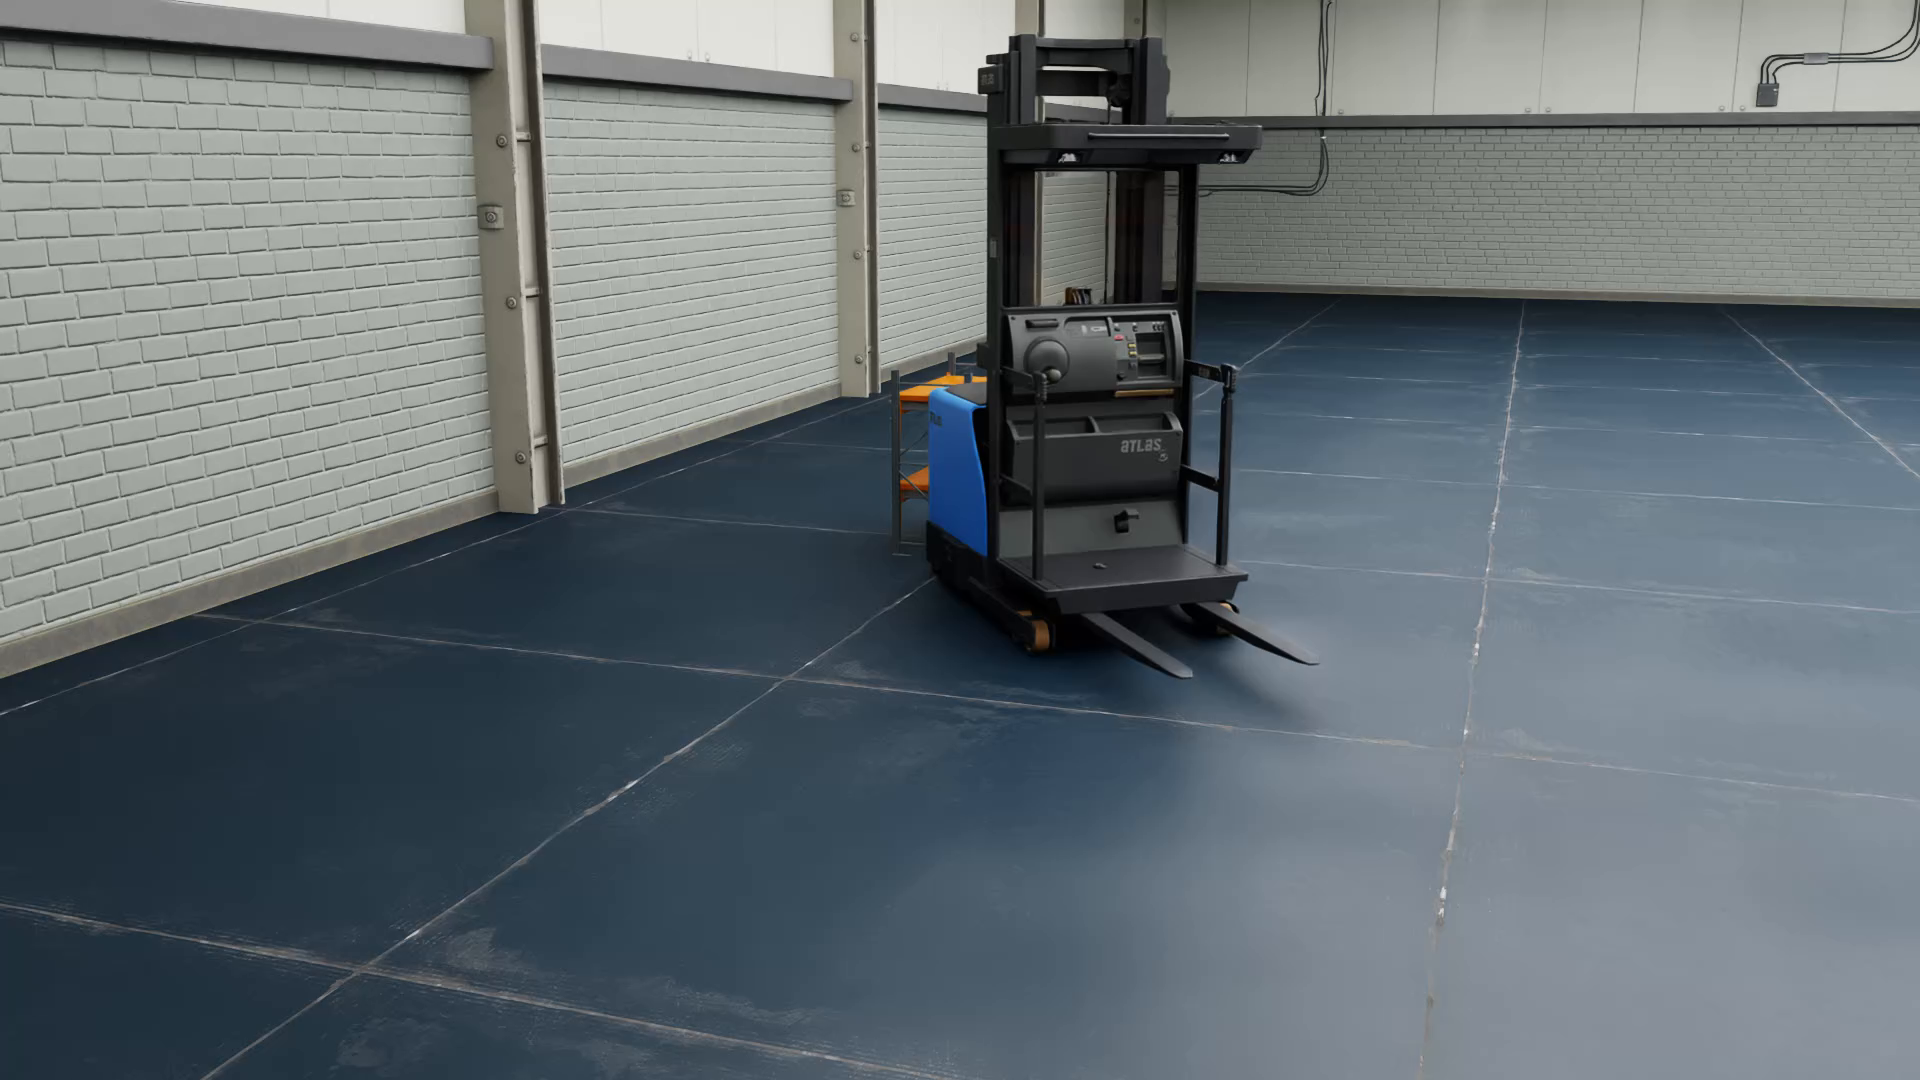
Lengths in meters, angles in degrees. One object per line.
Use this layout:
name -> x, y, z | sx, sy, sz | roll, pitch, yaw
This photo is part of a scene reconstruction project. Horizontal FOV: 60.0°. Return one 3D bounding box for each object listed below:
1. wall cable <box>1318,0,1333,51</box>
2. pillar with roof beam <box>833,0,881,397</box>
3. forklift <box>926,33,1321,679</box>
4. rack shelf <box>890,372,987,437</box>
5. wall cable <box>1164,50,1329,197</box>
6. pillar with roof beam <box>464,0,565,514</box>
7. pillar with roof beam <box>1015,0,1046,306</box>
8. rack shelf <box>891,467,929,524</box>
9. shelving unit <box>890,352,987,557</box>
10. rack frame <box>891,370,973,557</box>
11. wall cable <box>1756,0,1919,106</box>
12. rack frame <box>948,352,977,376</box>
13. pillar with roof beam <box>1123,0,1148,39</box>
wall cable -> 7.621, -9.685, 28.327 | 3.097, 2.526, 0.112 | 4, 14, 18
pillar with roof beam -> 3.048, -5.570, 14.668 | 9.100, 9.000, 0.400 | 4, 14, 18
forklift -> 0.758, -0.978, 8.185 | 1.130, 2.935, 3.031 | -4, 14, -18
rack shelf -> -0.002, -0.832, 10.291 | 0.538, 0.278, 1.000 | 4, 14, 18
wall cable -> 5.062, -7.418, 29.742 | 3.097, 2.526, 0.112 | 4, 14, 18
pillar with roof beam -> 1.107, -4.307, 9.133 | 9.100, 9.000, 0.400 | 4, 14, 18
pillar with roof beam -> 4.989, -6.833, 20.203 | 9.100, 9.000, 0.400 | 4, 14, 18
rack shelf -> -0.002, -0.309, 10.411 | 0.538, 0.278, 1.000 | 4, 14, 18
shelving unit -> -0.002, -0.547, 10.357 | 0.538, 1.125, 1.048 | 4, 14, 18
rack frame -> -0.167, -0.440, 9.888 | 0.500, 1.125, 0.032 | 4, 14, 18
wall cable -> 14.039, -9.903, 26.009 | 2.305, 6.003, 0.169 | 4, 14, 18
rack frame -> 0.162, -0.654, 10.825 | 0.500, 1.125, 0.032 | 4, 14, 18
pillar with roof beam -> 6.931, -8.097, 25.738 | 9.100, 9.000, 0.400 | 4, 14, 18
